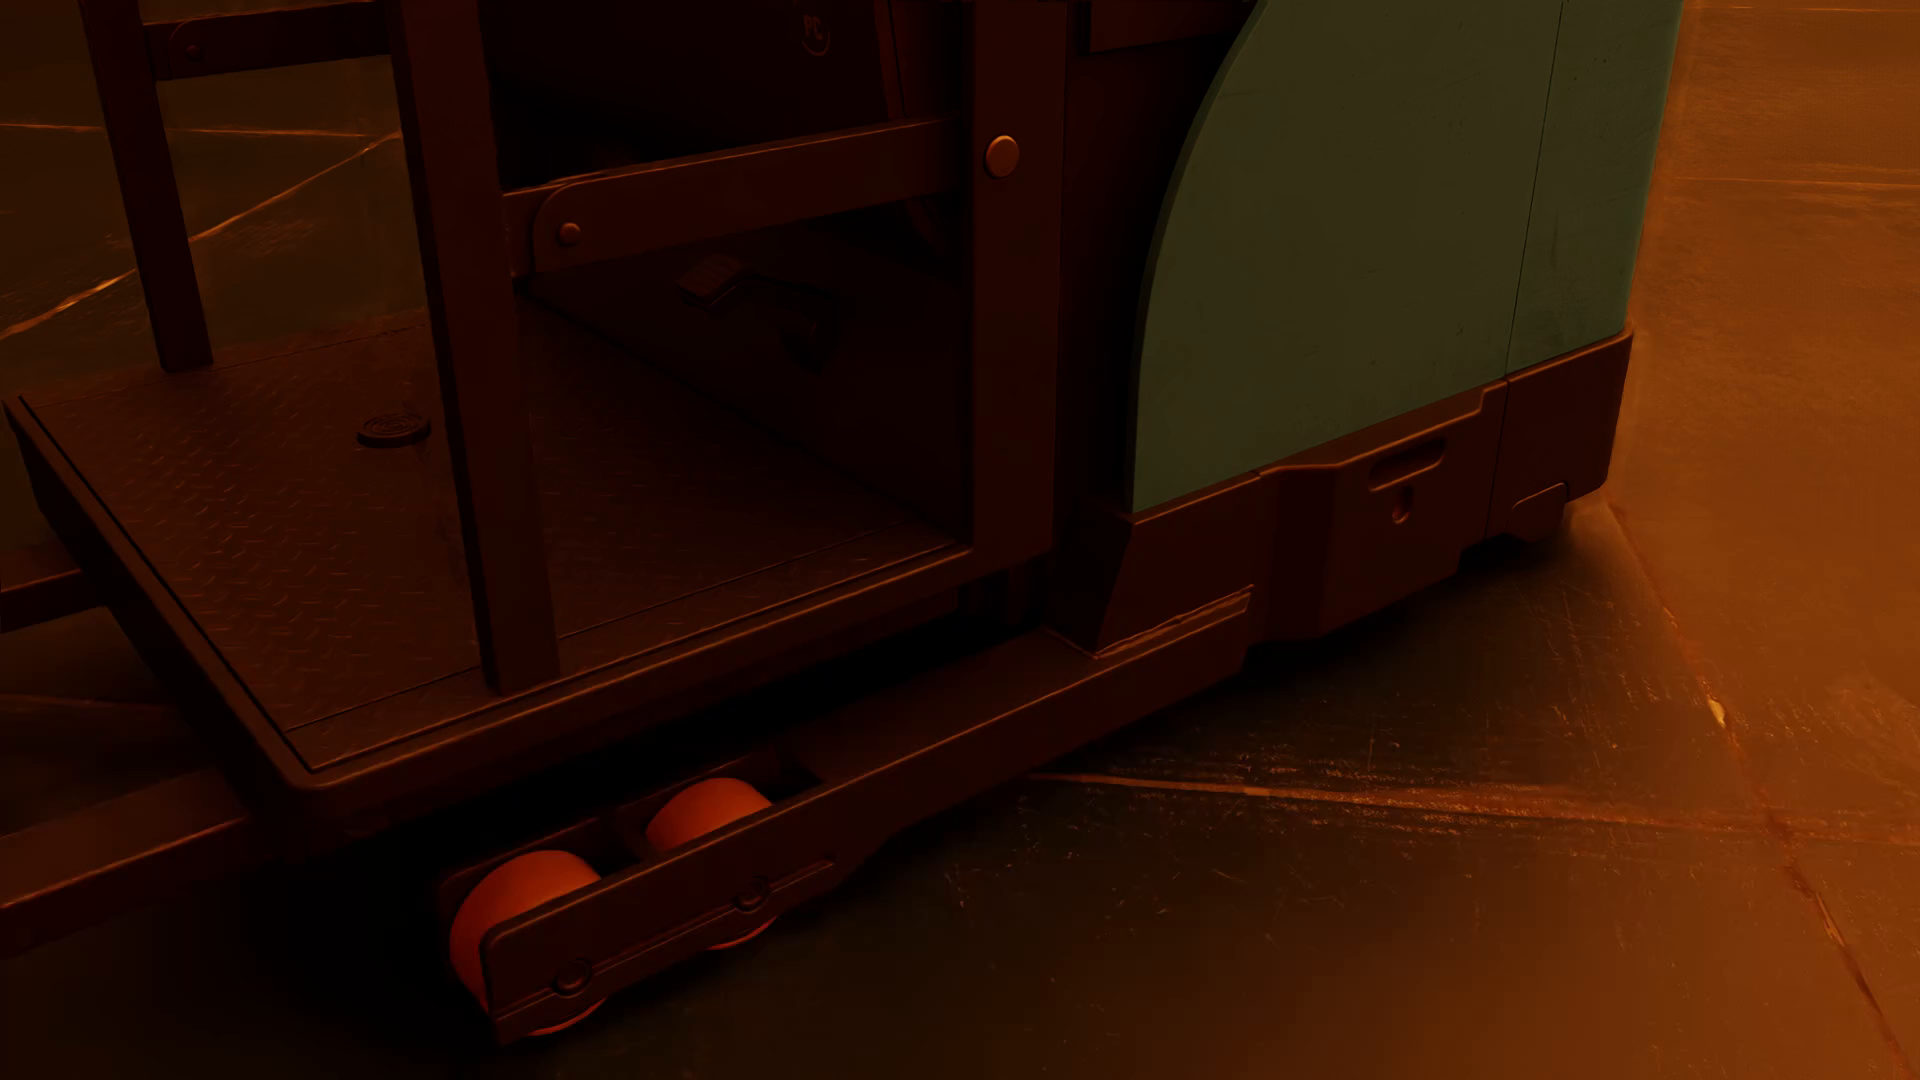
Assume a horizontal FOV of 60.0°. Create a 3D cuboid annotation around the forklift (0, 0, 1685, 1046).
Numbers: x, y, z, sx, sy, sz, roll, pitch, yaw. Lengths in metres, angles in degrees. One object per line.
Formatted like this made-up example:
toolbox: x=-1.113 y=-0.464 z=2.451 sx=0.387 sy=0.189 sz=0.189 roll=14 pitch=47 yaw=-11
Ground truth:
forklift: x=-0.481 y=-1.114 z=1.449 sx=3.031 sy=2.935 sz=1.130 roll=-19 pitch=32 yaw=-34
